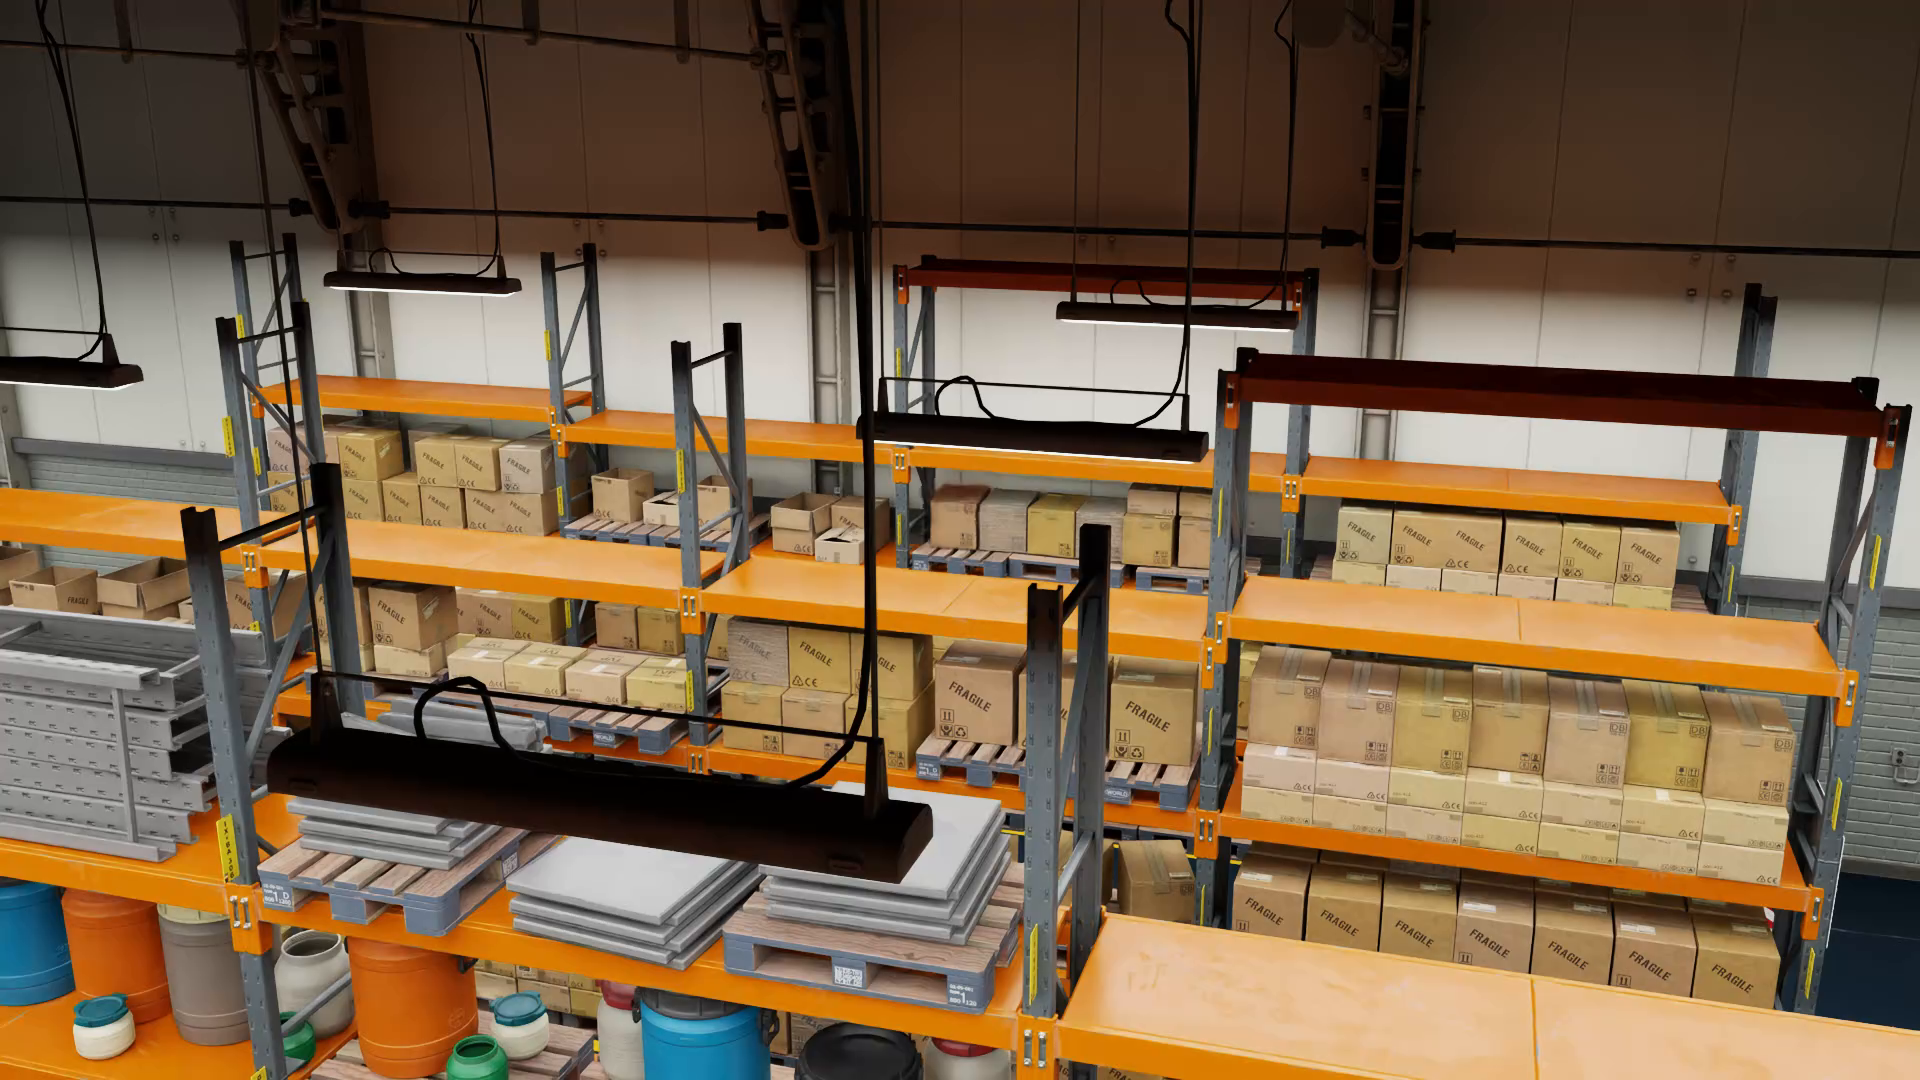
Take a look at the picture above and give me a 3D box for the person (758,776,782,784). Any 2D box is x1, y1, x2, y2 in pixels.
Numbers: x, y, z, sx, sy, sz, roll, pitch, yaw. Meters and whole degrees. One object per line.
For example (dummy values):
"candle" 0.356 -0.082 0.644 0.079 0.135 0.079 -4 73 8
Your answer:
"person" -1.950 2.321 16.997 0.631 1.559 0.538 5 17 18
